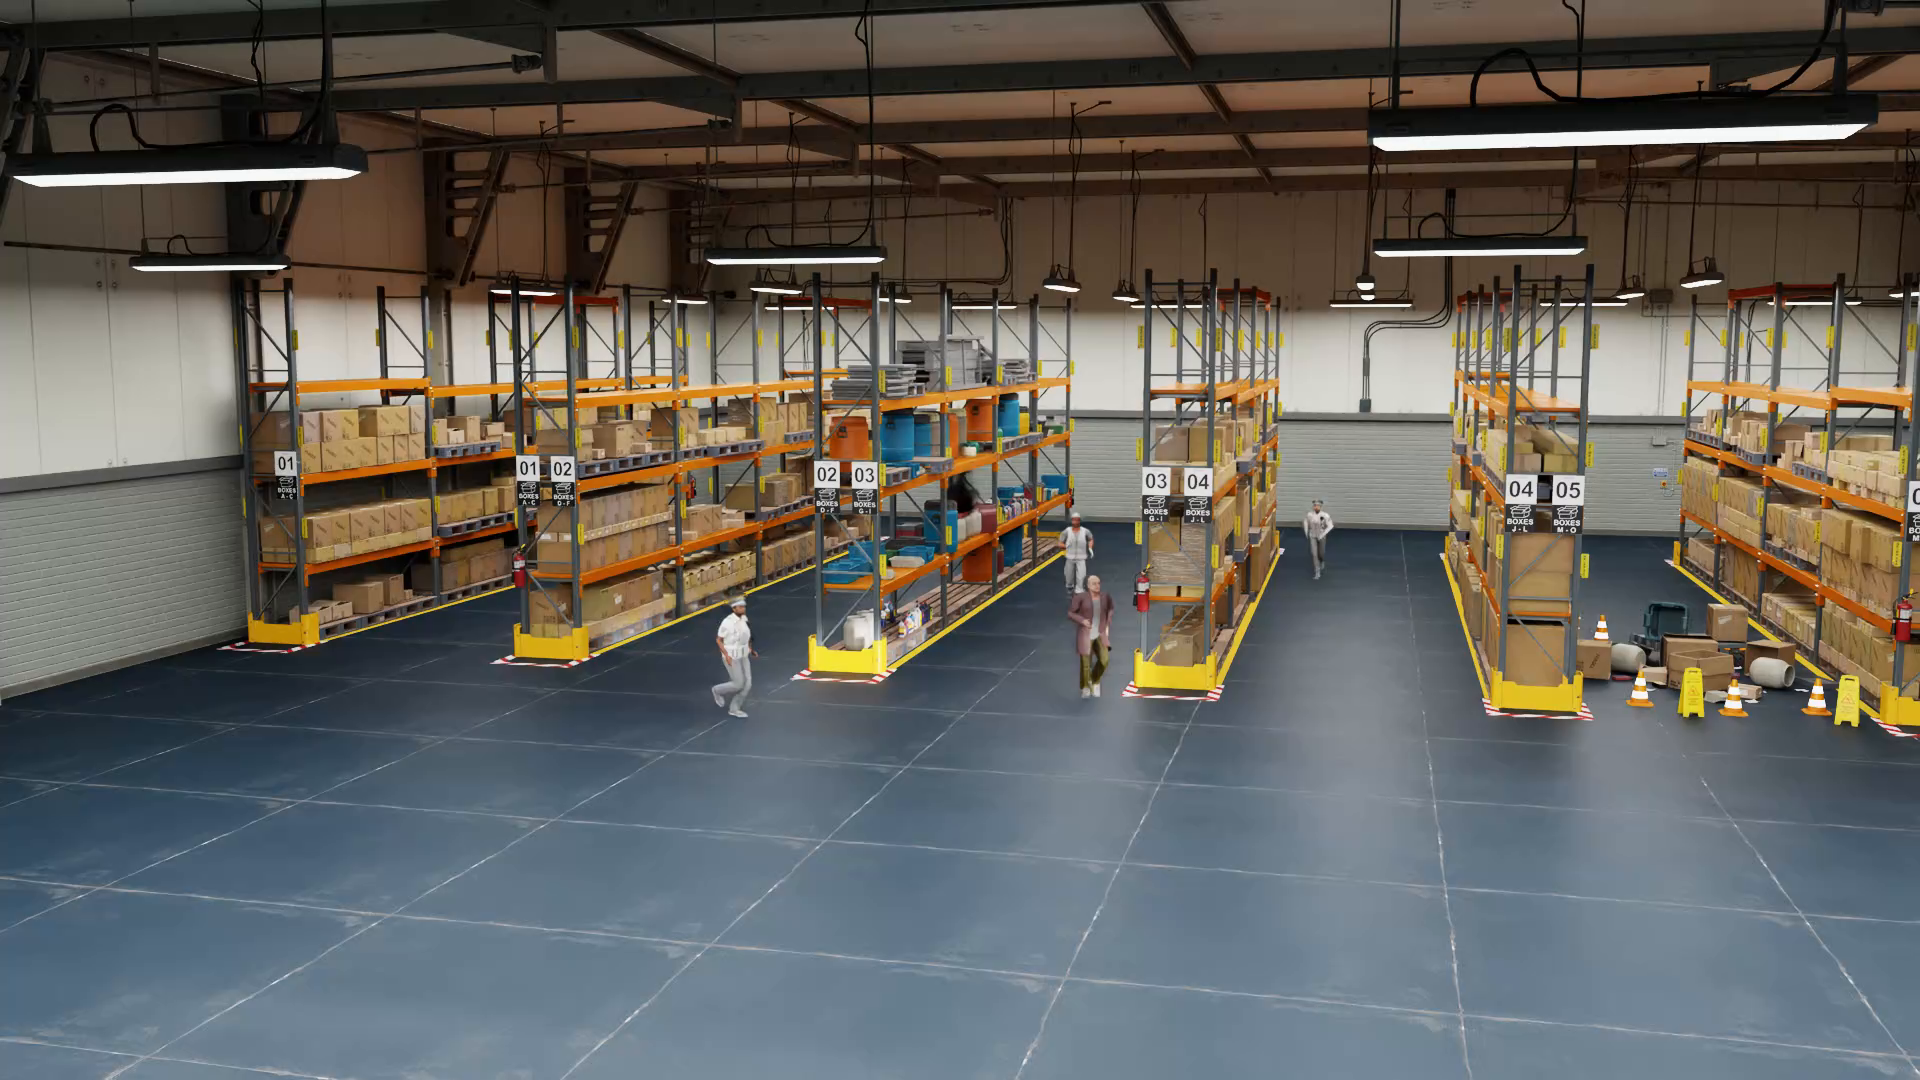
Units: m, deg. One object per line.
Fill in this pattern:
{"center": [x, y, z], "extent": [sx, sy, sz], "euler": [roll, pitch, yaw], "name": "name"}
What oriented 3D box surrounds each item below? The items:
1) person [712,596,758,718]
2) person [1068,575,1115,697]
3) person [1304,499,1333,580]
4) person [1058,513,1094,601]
{"center": [-3.004, 1.546, 22.173], "extent": [0.593, 1.645, 0.558], "euler": [5, 8, 35], "name": "person"}
{"center": [1.867, 1.356, 23.291], "extent": [0.731, 1.742, 0.755], "euler": [-1, 7, -11], "name": "person"}
{"center": [7.588, -0.038, 35.270], "extent": [0.641, 1.684, 0.837], "euler": [3, 7, 21], "name": "person"}
{"center": [2.166, 0.367, 31.129], "extent": [0.668, 1.765, 0.998], "euler": [0, 7, 4], "name": "person"}
